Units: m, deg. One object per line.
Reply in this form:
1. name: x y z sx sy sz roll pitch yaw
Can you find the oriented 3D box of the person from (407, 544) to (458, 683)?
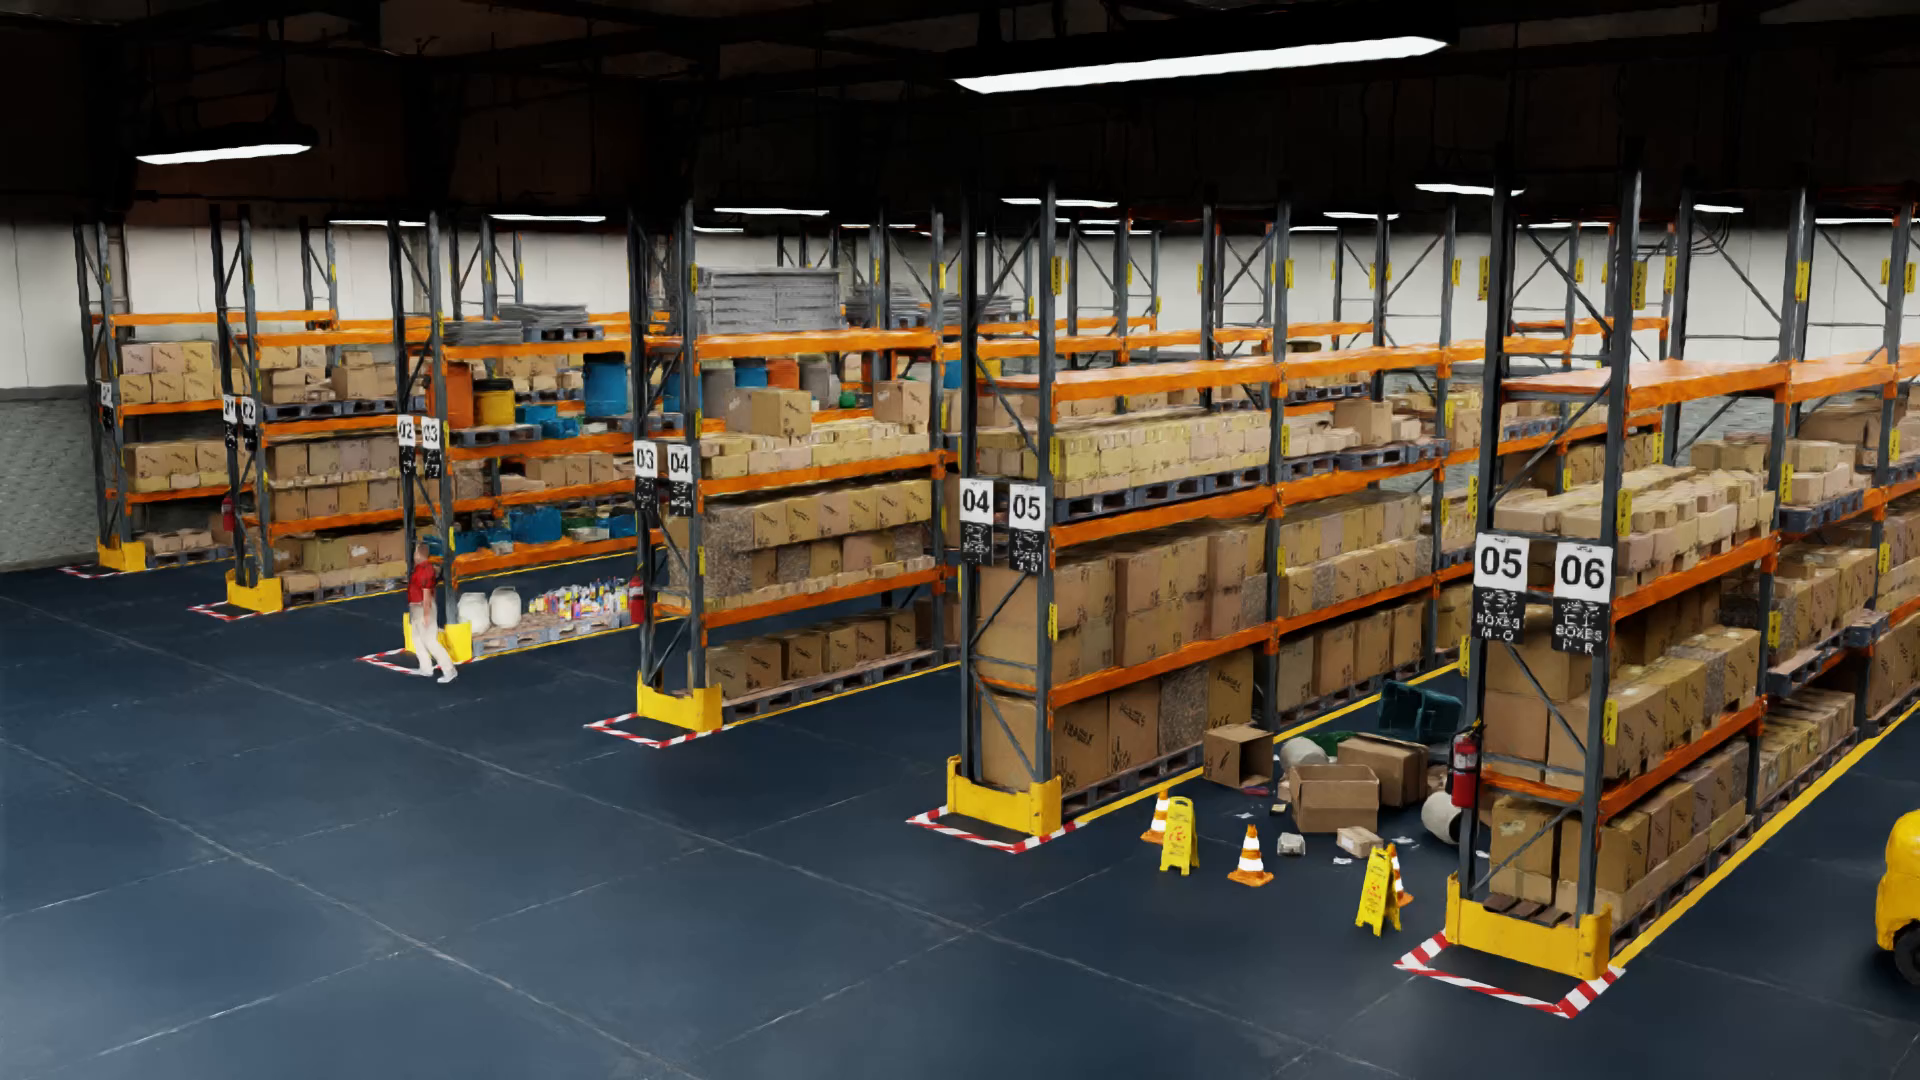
1. person: -6.611 0.905 20.727 0.630 1.689 0.762 -2 10 -12
